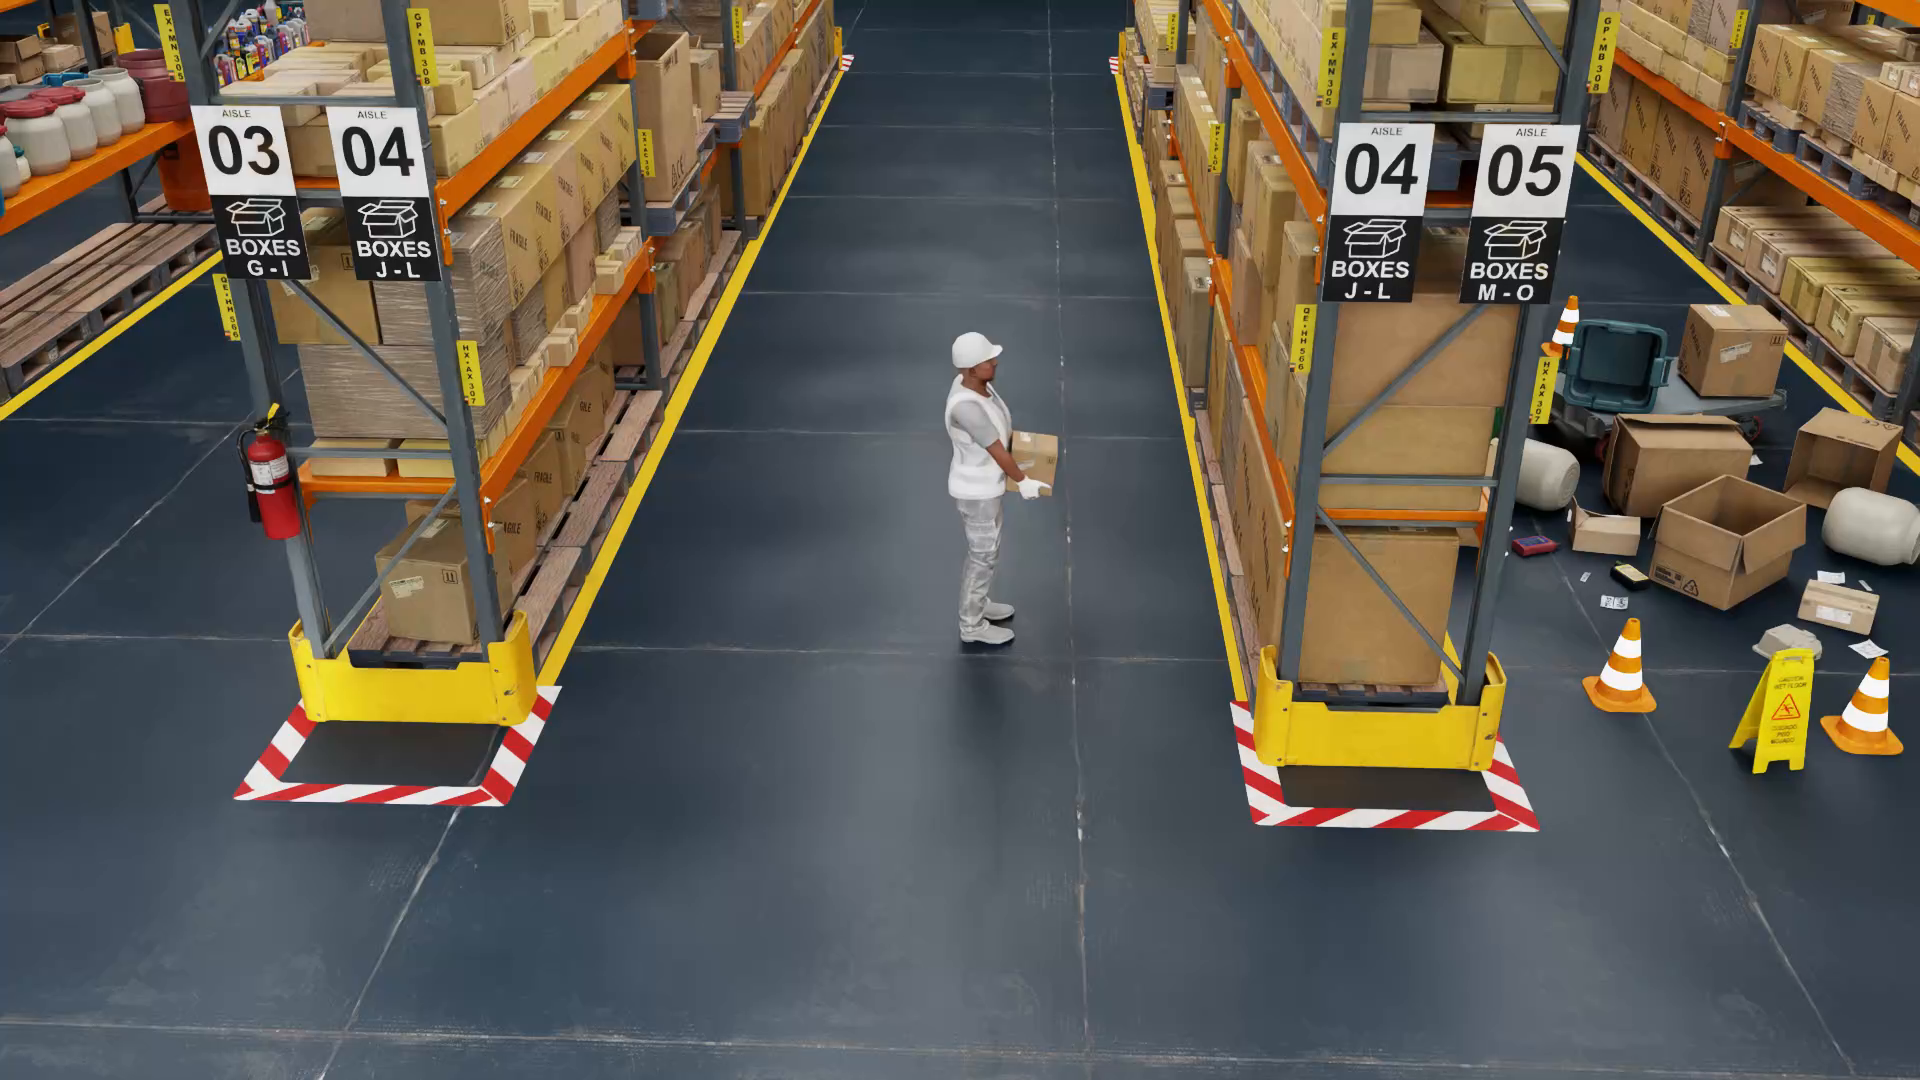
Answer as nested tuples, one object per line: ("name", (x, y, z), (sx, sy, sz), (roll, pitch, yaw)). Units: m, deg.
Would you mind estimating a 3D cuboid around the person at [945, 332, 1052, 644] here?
("person", (0.217, -0.294, 9.162), (0.580, 1.779, 0.488), (1, 28, 3))
